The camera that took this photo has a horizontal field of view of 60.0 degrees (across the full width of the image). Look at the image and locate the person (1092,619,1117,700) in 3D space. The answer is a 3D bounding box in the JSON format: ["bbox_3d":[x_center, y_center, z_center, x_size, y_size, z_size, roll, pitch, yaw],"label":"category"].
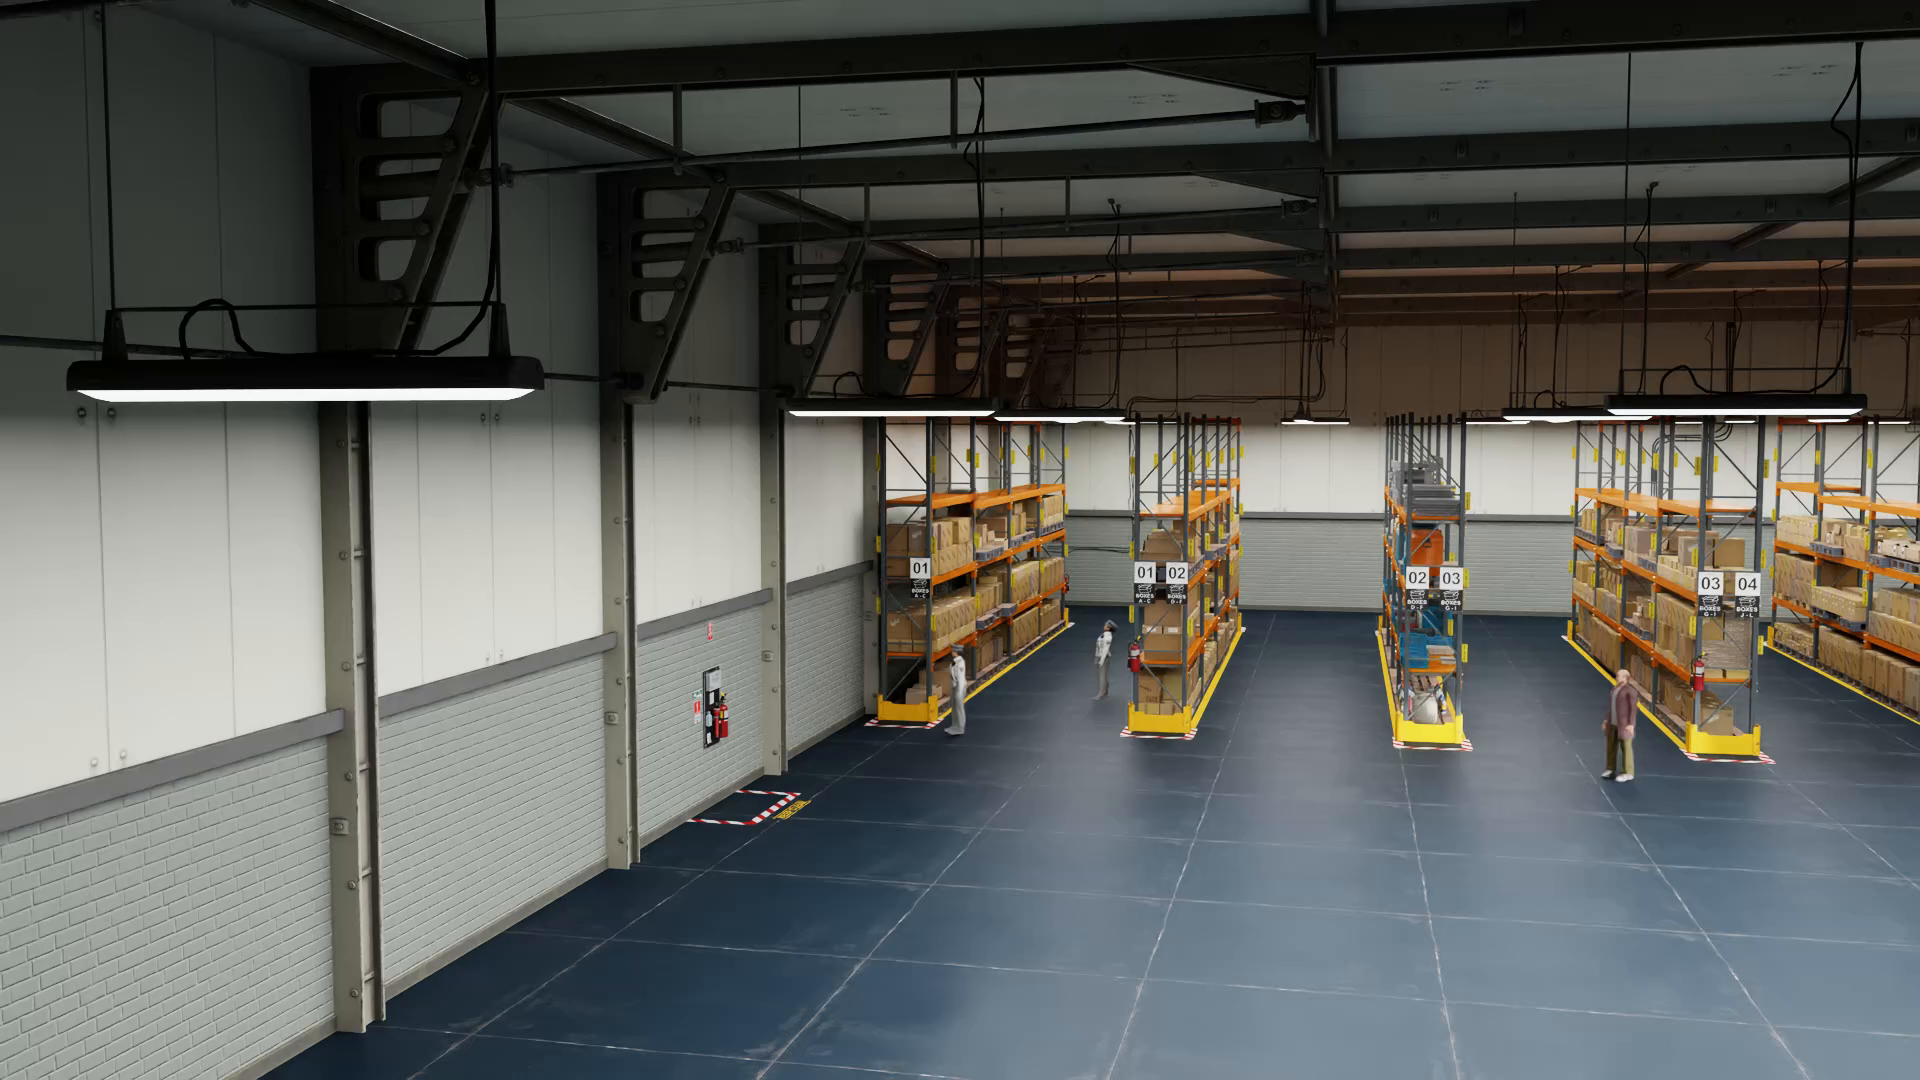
[{"bbox_3d":[3.017,2.519,35.196,0.588,1.683,0.497,-2,4,-24],"label":"person"}]

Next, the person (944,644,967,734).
[{"bbox_3d":[-0.080,2.778,31.075,0.399,1.675,0.520,-1,4,-16],"label":"person"}]

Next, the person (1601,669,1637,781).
[{"bbox_3d":[10.710,3.038,27.044,0.436,1.697,0.622,-2,5,-31],"label":"person"}]
